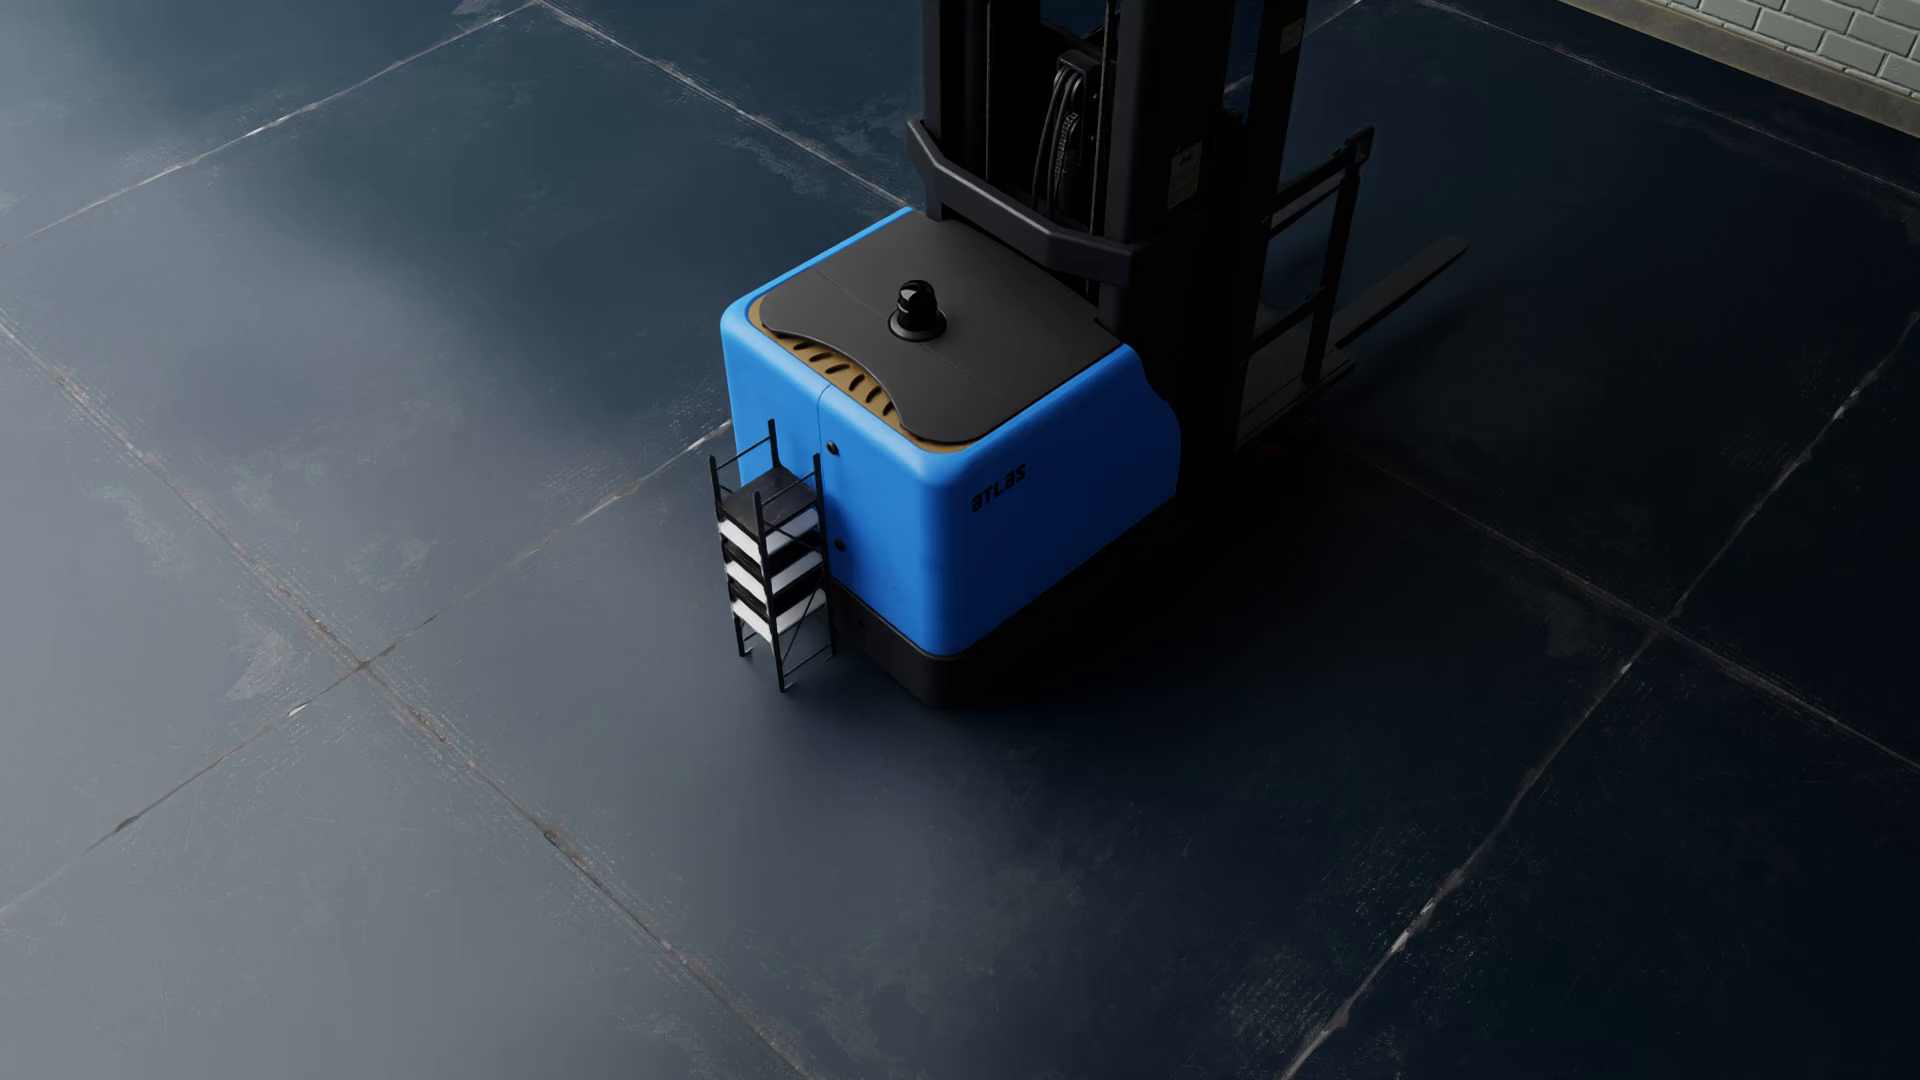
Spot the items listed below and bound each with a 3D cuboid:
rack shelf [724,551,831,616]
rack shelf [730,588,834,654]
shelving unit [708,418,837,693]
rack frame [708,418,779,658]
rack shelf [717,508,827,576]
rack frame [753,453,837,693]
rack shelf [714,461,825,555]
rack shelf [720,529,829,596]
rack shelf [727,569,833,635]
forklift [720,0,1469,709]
[{"bbox_3d":[-0.559,0.088,5.095,0.258,0.077,0.200,-35,56,-28],"label":"rack shelf"},{"bbox_3d":[-0.558,0.211,5.226,0.258,0.077,0.200,-35,56,-28],"label":"rack shelf"},{"bbox_3d":[-0.559,0.066,5.071,0.258,0.900,0.210,-35,56,-28],"label":"shelving unit"},{"bbox_3d":[-0.629,0.012,5.121,0.240,0.900,0.006,-35,56,-28],"label":"rack frame"},{"bbox_3d":[-0.559,-0.035,4.963,0.258,0.077,0.200,-35,56,-28],"label":"rack shelf"},{"bbox_3d":[-0.488,0.119,5.020,0.240,0.900,0.006,-35,56,-28],"label":"rack frame"},{"bbox_3d":[-0.559,-0.096,4.898,0.258,0.077,0.200,-35,56,-28],"label":"rack shelf"},{"bbox_3d":[-0.559,0.027,5.029,0.258,0.077,0.200,-35,56,-28],"label":"rack shelf"},{"bbox_3d":[-0.559,0.150,5.161,0.258,0.077,0.200,-35,56,-28],"label":"rack shelf"},{"bbox_3d":[0.683,-1.438,5.089,3.031,2.935,1.130,-35,56,-28],"label":"forklift"}]
